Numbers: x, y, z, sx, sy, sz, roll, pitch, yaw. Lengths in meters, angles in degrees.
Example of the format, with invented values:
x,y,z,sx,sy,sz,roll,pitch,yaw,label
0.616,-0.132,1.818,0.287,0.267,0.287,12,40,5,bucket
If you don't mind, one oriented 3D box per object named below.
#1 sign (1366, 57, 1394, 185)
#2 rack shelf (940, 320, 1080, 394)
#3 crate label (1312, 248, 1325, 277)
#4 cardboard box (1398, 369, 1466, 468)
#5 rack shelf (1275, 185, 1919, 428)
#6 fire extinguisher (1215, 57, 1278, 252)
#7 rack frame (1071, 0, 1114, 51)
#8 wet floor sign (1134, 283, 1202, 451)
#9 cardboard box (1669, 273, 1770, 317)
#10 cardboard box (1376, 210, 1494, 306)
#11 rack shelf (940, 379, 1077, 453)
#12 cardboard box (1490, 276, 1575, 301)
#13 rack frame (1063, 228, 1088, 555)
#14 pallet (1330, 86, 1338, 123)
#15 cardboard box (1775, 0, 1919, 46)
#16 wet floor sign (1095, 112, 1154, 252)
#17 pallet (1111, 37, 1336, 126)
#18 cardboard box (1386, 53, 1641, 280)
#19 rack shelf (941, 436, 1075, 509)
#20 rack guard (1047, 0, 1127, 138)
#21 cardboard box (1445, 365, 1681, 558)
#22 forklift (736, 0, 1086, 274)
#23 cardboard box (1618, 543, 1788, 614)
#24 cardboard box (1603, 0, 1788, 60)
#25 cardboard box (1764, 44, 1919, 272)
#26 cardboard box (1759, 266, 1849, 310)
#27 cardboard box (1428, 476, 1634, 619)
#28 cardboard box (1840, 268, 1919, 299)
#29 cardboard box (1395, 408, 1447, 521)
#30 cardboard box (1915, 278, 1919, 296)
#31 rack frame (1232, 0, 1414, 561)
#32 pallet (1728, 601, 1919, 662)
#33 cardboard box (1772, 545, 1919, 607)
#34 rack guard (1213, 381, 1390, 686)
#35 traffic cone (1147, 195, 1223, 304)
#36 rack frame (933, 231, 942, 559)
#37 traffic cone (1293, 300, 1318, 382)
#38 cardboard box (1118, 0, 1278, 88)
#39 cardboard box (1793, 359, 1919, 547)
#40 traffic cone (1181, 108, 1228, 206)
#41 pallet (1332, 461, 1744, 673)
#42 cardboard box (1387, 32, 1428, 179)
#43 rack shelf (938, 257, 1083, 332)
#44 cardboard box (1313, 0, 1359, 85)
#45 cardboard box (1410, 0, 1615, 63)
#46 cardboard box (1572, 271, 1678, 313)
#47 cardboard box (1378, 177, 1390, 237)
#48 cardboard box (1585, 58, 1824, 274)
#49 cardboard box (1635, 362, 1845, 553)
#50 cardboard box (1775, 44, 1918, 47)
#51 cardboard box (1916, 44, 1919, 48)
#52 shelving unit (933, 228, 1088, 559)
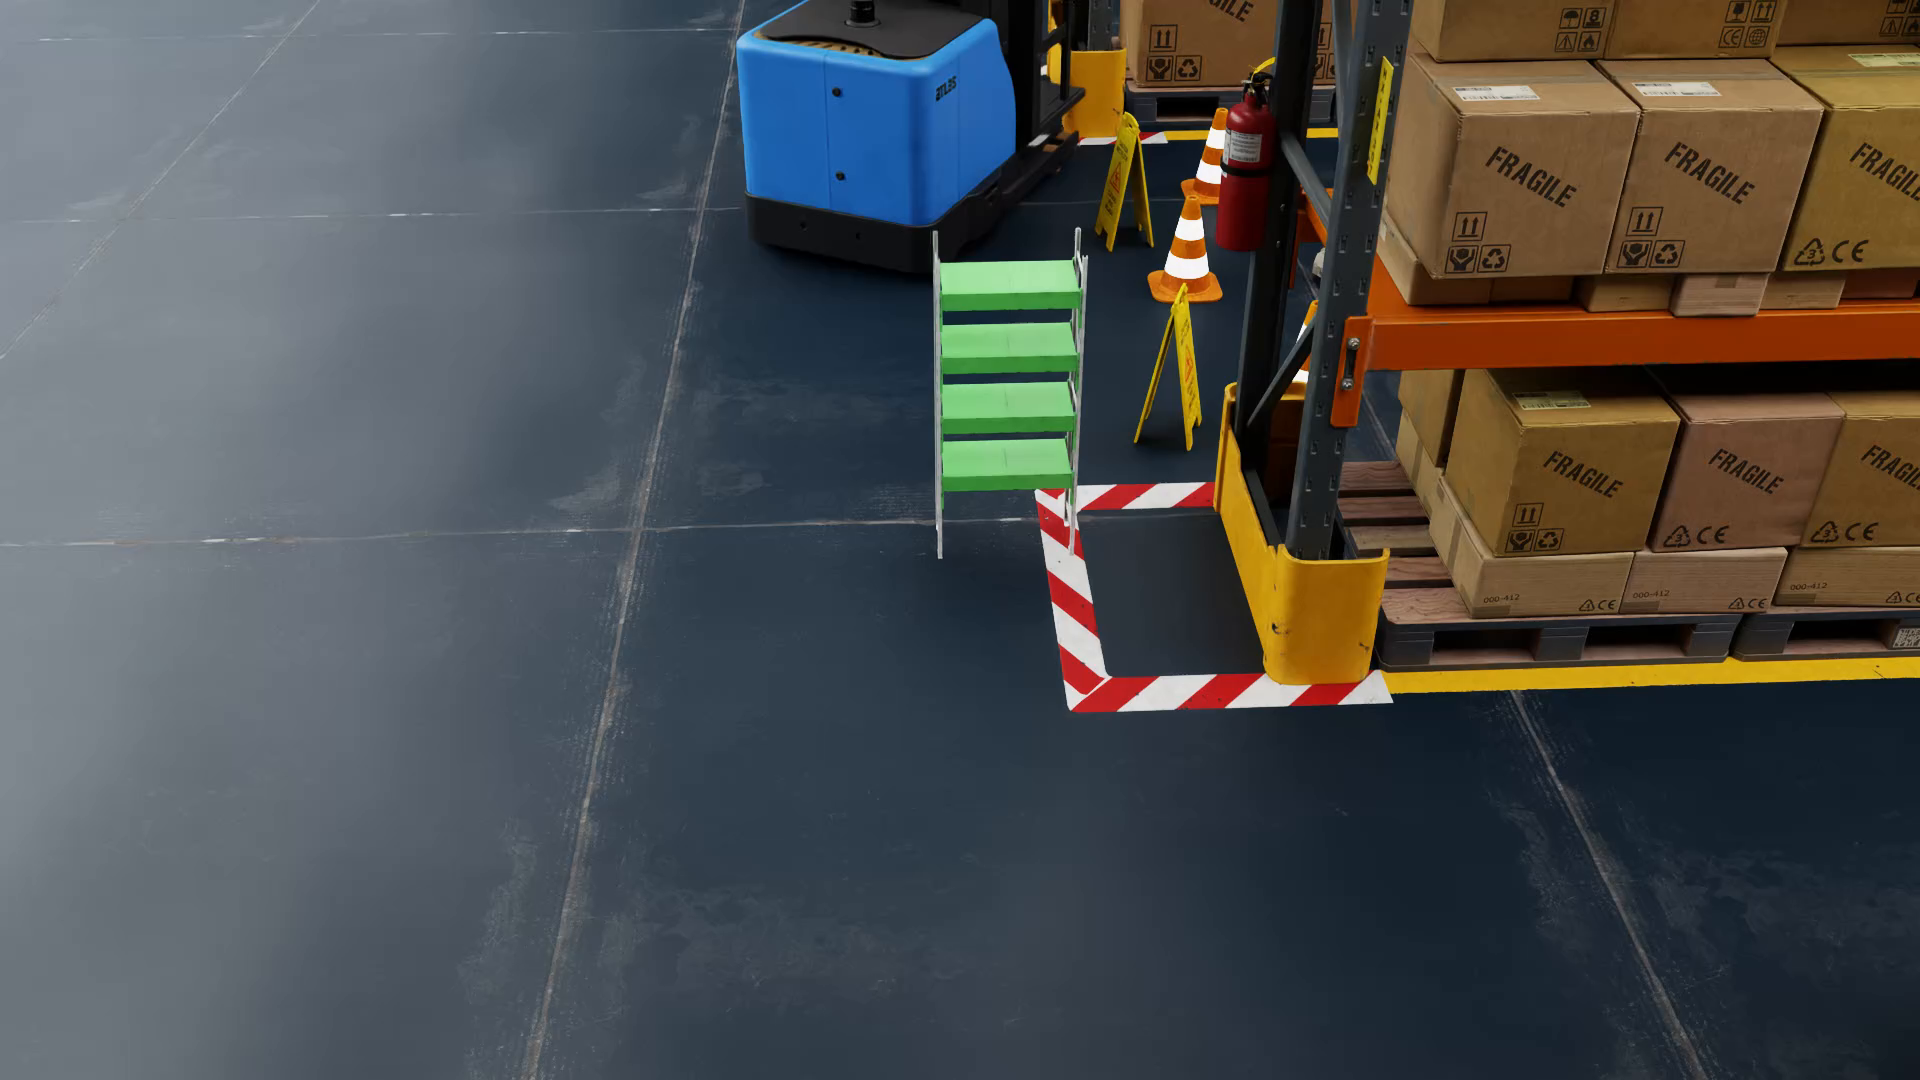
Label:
x,y,z,sx,sy,sz,roll,pitch,yaw,label
1.130,-1.129,4.485,0.005,0.325,0.100,-2,35,-2,sign
0.165,-0.643,5.815,0.480,0.148,0.258,-2,35,-2,rack shelf
1.863,-1.328,8.048,0.298,0.136,0.250,-20,39,-26,crate label
1.893,-0.602,5.872,0.500,0.500,0.500,-1,35,-2,cardboard box
3.102,-0.840,5.460,4.000,0.370,1.077,-2,35,-2,rack shelf
0.968,-1.309,5.573,0.183,0.674,0.296,-2,35,-2,fire extinguisher
0.769,-3.893,9.239,0.127,3.000,1.000,-2,35,-2,rack frame
0.864,-0.717,6.719,0.232,0.644,0.267,10,36,14,wet floor sign
2.230,-0.827,5.029,0.250,0.149,0.380,-1,35,-1,cardboard box
1.454,-0.870,5.092,0.250,0.149,0.380,-1,35,-2,cardboard box
0.165,-0.445,5.951,0.480,0.148,0.258,-2,35,-2,rack shelf
1.705,-0.885,5.114,0.250,0.149,0.380,-1,35,-2,cardboard box
0.409,-0.504,5.924,0.015,1.200,0.240,-2,35,-2,rack frame
2.780,-2.843,10.173,1.213,0.211,1.003,-2,35,-2,pallet
2.615,-1.876,5.097,0.500,0.500,0.700,-2,35,-3,cardboard box
0.834,-1.799,8.282,0.232,0.644,0.267,-7,35,-10,wet floor sign
1.564,-2.812,10.128,1.213,0.211,1.003,-2,35,-2,pallet
1.591,-1.100,4.855,0.500,0.500,0.500,-2,35,-3,cardboard box
0.165,-0.248,6.088,0.480,0.148,0.258,-2,35,-2,rack shelf
0.745,-2.864,9.950,0.348,0.500,1.175,-2,35,-2,rack guard
1.947,-0.298,5.433,0.500,0.500,0.500,-3,35,-4,cardboard box
0.014,-3.308,8.455,1.130,2.935,3.031,15,37,20,forklift
2.434,0.002,5.658,0.500,0.250,0.500,0,35,-1,cardboard box
2.110,-1.804,4.993,0.500,0.500,0.700,-1,35,-2,cardboard box
2.617,-1.131,4.899,0.500,0.500,0.500,-2,35,-3,cardboard box
2.487,-0.853,5.067,0.250,0.149,0.380,-1,35,-1,cardboard box
1.923,0.012,5.645,0.500,0.250,0.500,-2,35,-3,cardboard box
2.748,-0.894,5.127,0.250,0.149,0.380,0,35,-1,cardboard box
1.923,-0.299,6.094,0.500,0.250,0.500,-2,35,-2,cardboard box
3.012,-0.884,5.113,0.250,0.149,0.380,-2,35,-3,cardboard box
1.105,-1.082,5.177,0.127,3.000,1.000,-2,35,-2,rack frame
3.209,0.030,6.022,1.213,0.211,1.003,-2,35,-2,pallet
2.978,-0.020,5.690,0.500,0.250,0.500,1,35,1,cardboard box
1.181,-0.056,5.892,0.348,0.500,1.175,-2,35,-2,rack guard
1.081,-1.405,7.874,0.334,0.463,0.336,-2,35,-2,traffic cone
-0.079,-0.491,5.905,0.015,1.200,0.240,-2,35,-2,rack frame
1.473,-0.784,6.976,0.334,0.463,0.336,-2,35,-2,traffic cone
1.444,-3.248,9.805,0.875,0.875,0.875,-1,35,-2,cardboard box
2.971,-0.323,5.469,0.500,0.500,0.500,-1,35,-1,cardboard box
1.367,-2.057,8.815,0.334,0.463,0.336,-2,35,-2,traffic cone
1.994,0.061,5.976,1.213,0.211,1.003,-2,35,-2,pallet
1.634,-1.417,5.312,0.500,0.500,0.500,-2,35,-3,cardboard box
0.165,-0.840,5.678,0.480,0.148,0.258,-2,35,-2,rack shelf
2.322,-3.273,9.841,0.875,0.875,0.875,-2,35,-3,cardboard box
1.605,-1.794,4.979,0.500,0.500,0.700,-2,35,-3,cardboard box
1.974,-0.846,5.057,0.250,0.149,0.380,-3,35,-4,cardboard box
1.468,-1.110,5.439,0.250,0.149,0.380,0,35,-1,cardboard box
2.108,-1.116,4.878,0.500,0.500,0.500,-1,35,-1,cardboard box
2.469,-0.314,5.457,0.500,0.500,0.500,-3,35,-4,cardboard box
2.634,-1.439,5.344,0.500,0.500,0.500,-2,35,-2,cardboard box
3.125,-1.149,4.925,0.500,0.500,0.500,-2,35,-3,cardboard box
0.165,-0.498,5.915,0.503,1.200,0.258,-2,35,-2,shelving unit
